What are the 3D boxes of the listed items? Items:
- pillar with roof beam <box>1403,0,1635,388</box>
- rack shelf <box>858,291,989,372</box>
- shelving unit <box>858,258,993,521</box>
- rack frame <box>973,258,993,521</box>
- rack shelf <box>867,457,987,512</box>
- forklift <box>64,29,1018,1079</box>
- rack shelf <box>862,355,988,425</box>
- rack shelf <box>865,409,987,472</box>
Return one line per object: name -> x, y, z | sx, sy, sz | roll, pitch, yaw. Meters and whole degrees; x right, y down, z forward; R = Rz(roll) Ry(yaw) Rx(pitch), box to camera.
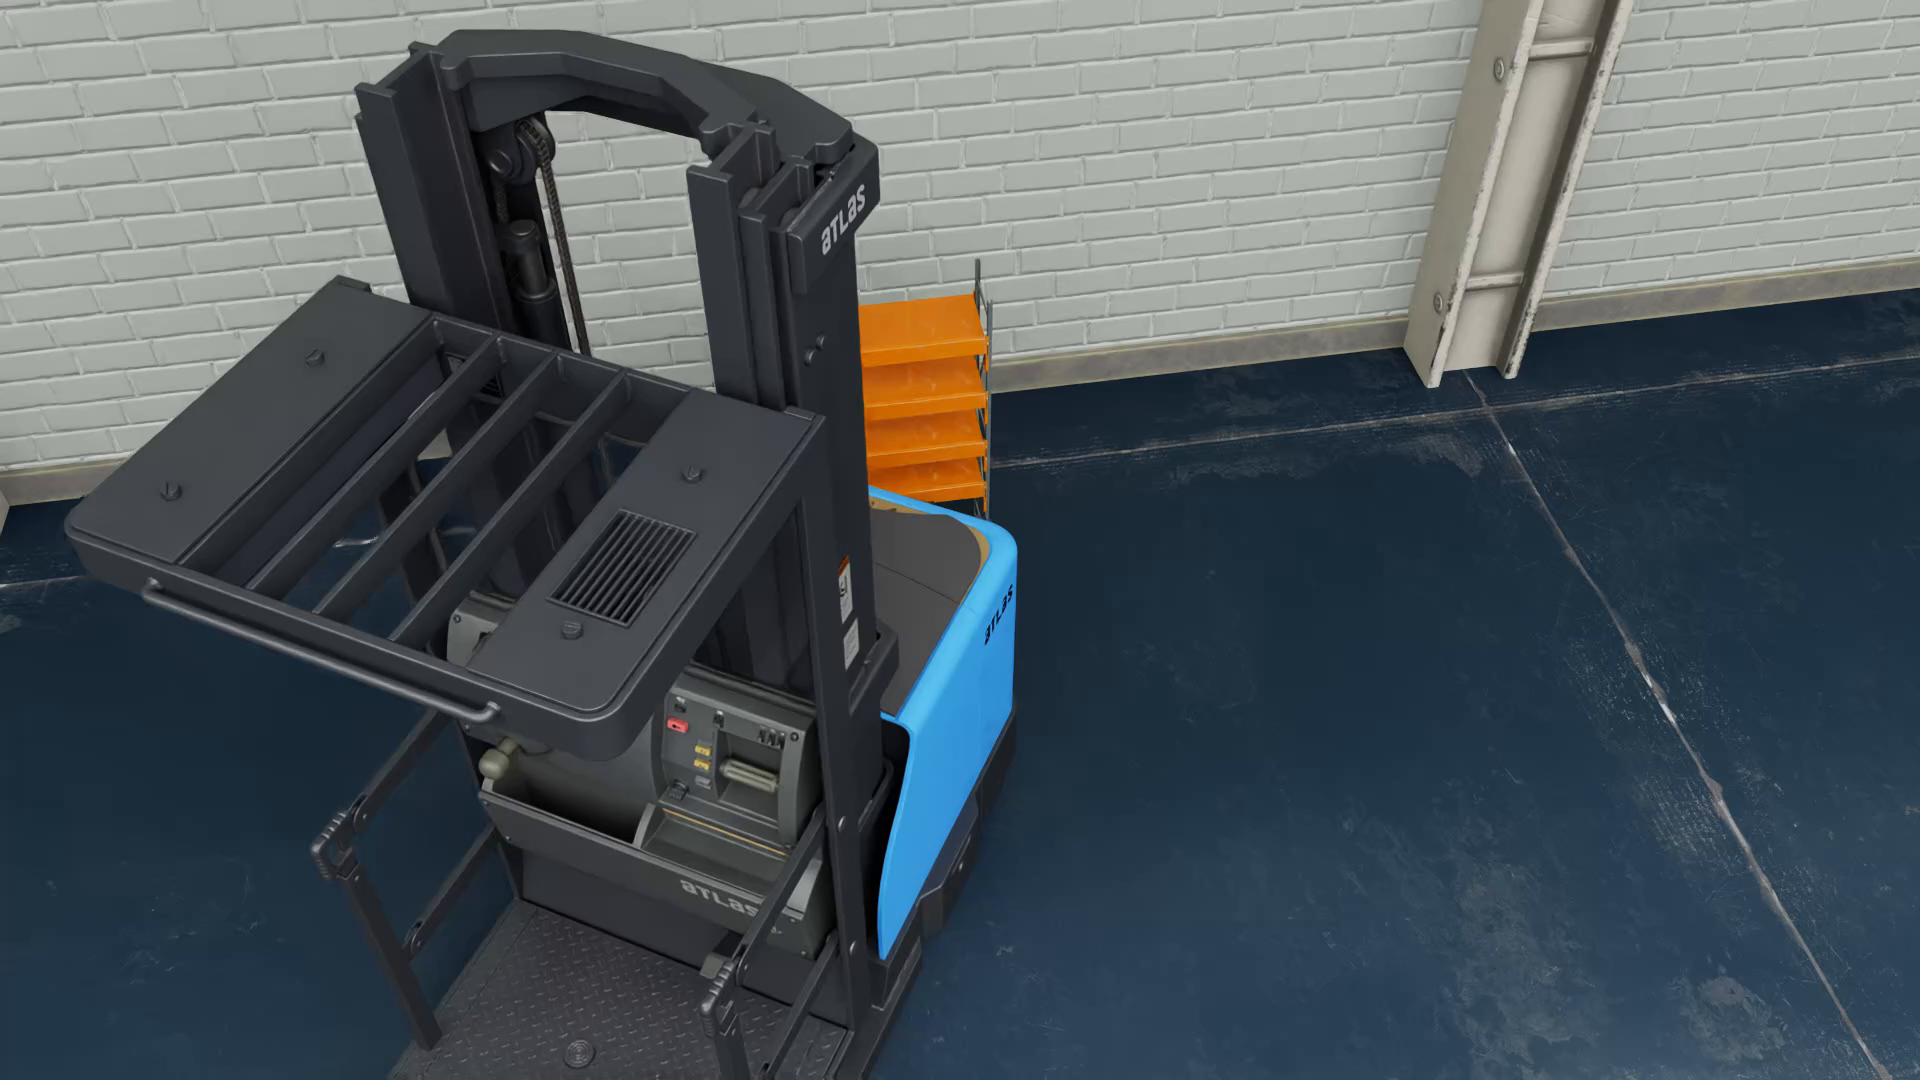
pillar with roof beam -> 2.826, -0.827, 0.798 | 0.400, 9.000, 9.100 | -7, 46, -7
rack shelf -> -0.163, -0.669, 5.515 | 0.480, 0.148, 0.258 | -7, 46, -7
shelving unit -> -0.163, -0.396, 5.798 | 0.503, 1.200, 0.258 | -7, 46, -7
rack frame -> 0.077, -0.426, 5.827 | 0.015, 1.200, 0.240 | -7, 46, -7
rack shelf -> -0.163, -0.212, 5.990 | 0.480, 0.148, 0.258 | -7, 46, -7
forklift -> -0.860, 0.539, 3.695 | 1.130, 2.935, 3.031 | 17, 48, 16
rack shelf -> -0.163, -0.504, 5.686 | 0.480, 0.148, 0.258 | -7, 46, -7
rack shelf -> -0.163, -0.349, 5.847 | 0.480, 0.148, 0.258 | -7, 46, -7
